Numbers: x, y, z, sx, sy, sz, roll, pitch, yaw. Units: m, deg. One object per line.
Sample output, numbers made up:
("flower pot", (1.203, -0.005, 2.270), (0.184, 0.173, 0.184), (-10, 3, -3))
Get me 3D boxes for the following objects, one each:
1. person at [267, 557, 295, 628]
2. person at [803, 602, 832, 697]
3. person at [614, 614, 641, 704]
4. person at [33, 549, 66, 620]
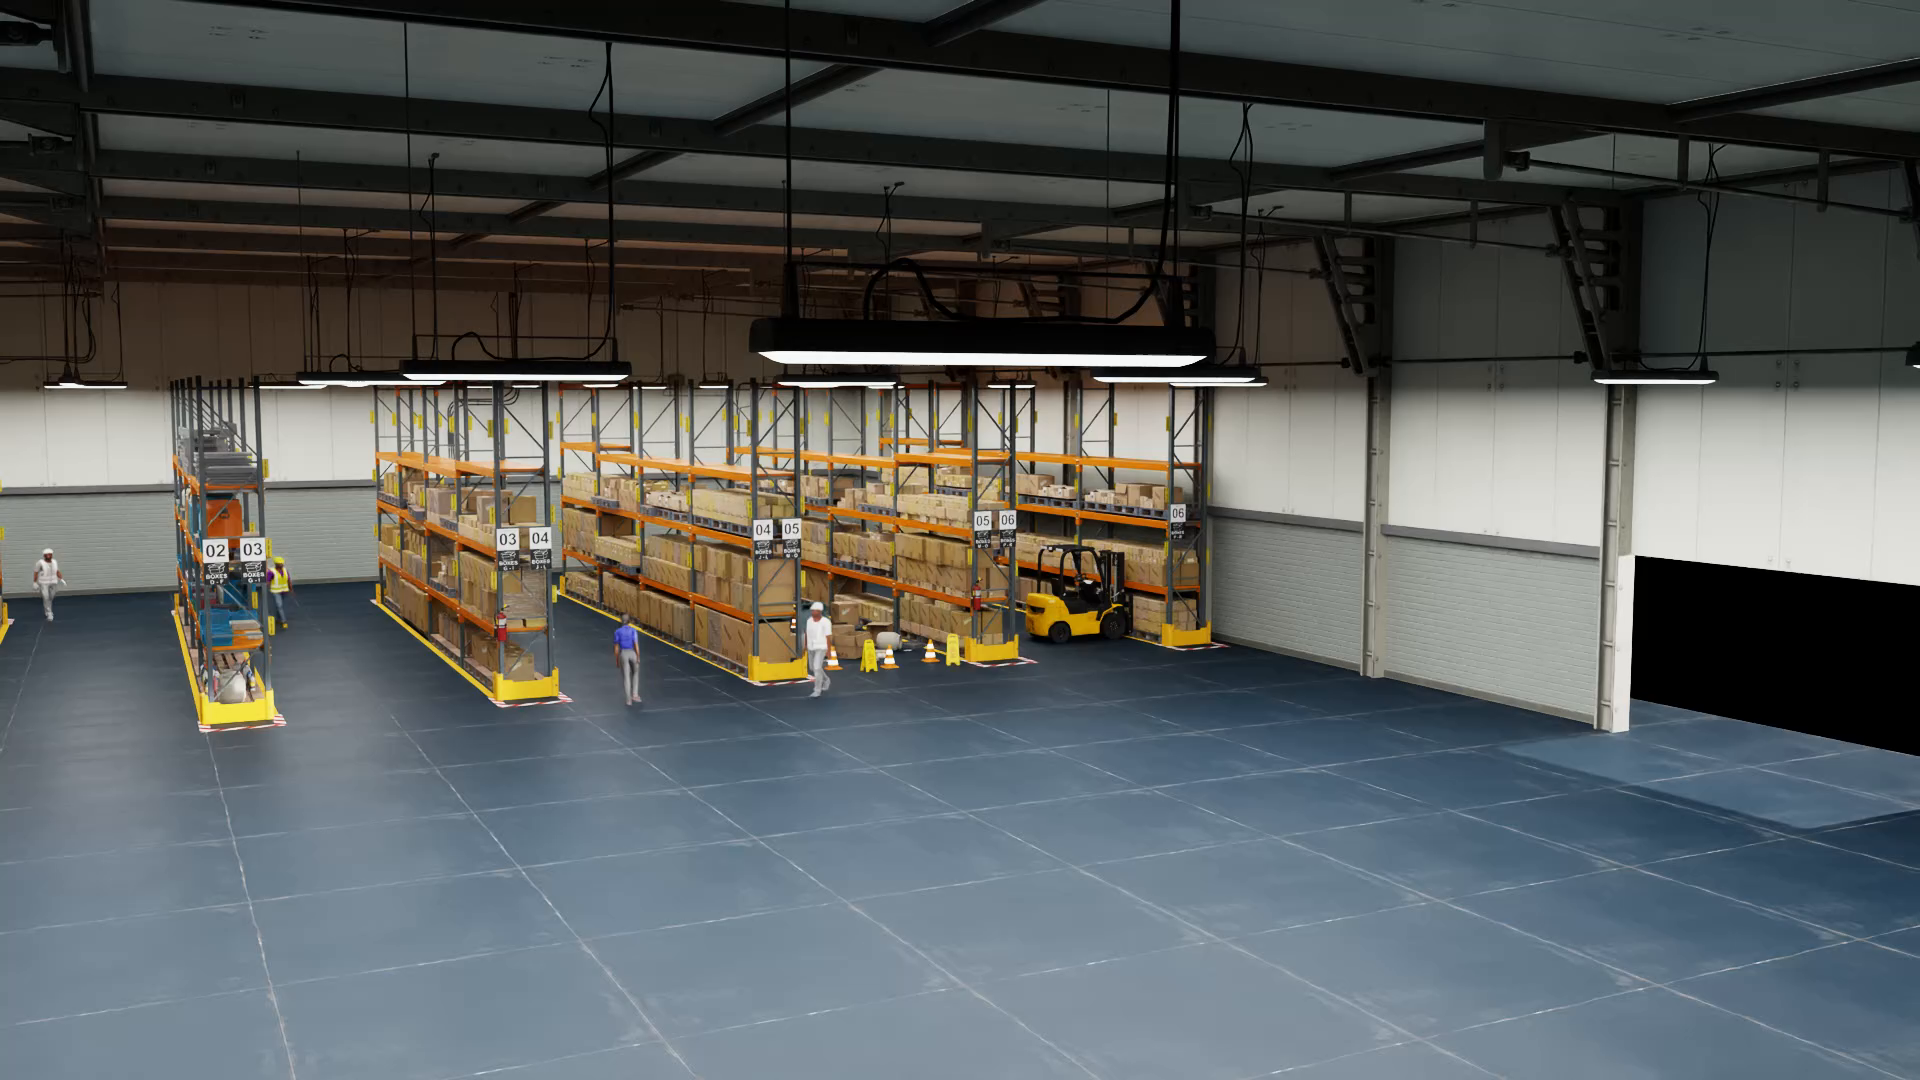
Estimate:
("person", (-16.477, 1.253, 40.348), (1.042, 1.701, 0.703), (5, 7, 44))
("person", (-2.667, 2.046, 31.454), (0.566, 1.755, 0.799), (4, 6, 38))
("person", (-6.096, 2.189, 30.511), (0.477, 1.658, 0.516), (-1, 5, -15))
("person", (-23.016, 1.099, 42.044), (0.979, 1.761, 0.678), (4, 7, 41))
